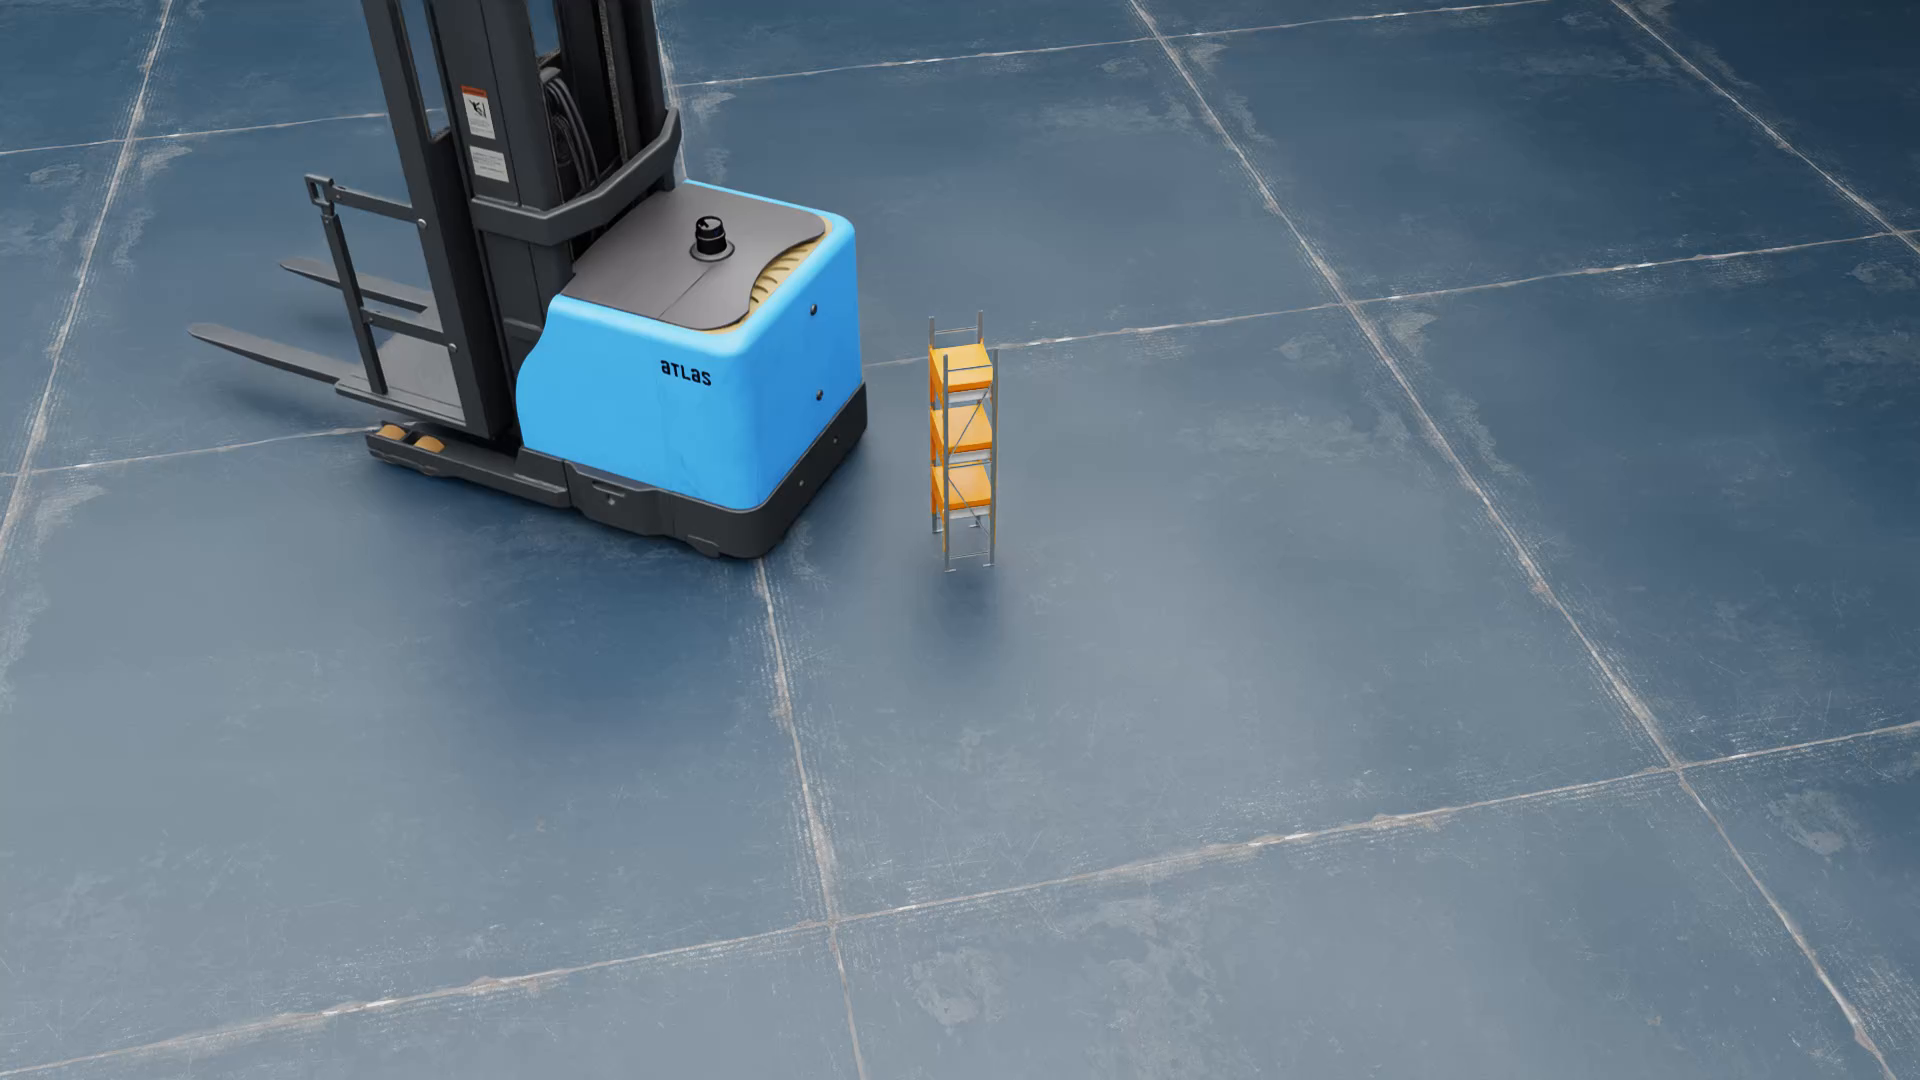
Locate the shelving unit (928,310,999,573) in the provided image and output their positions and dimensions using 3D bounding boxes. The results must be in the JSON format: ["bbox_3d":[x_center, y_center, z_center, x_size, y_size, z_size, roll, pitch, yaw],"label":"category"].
[{"bbox_3d":[0.012,-0.358,6.362,0.215,1.050,0.252,-8,42,-9],"label":"shelving unit"}]

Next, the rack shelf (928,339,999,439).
[{"bbox_3d":[0.012,-0.562,6.181,0.215,0.259,0.240,-8,42,-9],"label":"rack shelf"}]

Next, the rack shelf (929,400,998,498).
[{"bbox_3d":[0.012,-0.350,6.369,0.215,0.259,0.240,-8,42,-9],"label":"rack shelf"}]

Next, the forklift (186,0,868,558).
[{"bbox_3d":[-1.964,-1.672,6.425,3.031,2.935,1.130,16,44,18],"label":"forklift"}]

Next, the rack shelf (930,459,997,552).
[{"bbox_3d":[0.012,-0.142,6.554,0.215,0.259,0.240,-8,42,-9],"label":"rack shelf"}]

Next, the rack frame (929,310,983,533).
[{"bbox_3d":[-0.015,-0.437,6.451,0.200,1.050,0.008,-8,42,-9],"label":"rack frame"}]

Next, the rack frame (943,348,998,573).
[{"bbox_3d":[0.038,-0.279,6.273,0.200,1.050,0.008,-8,42,-9],"label":"rack frame"}]
